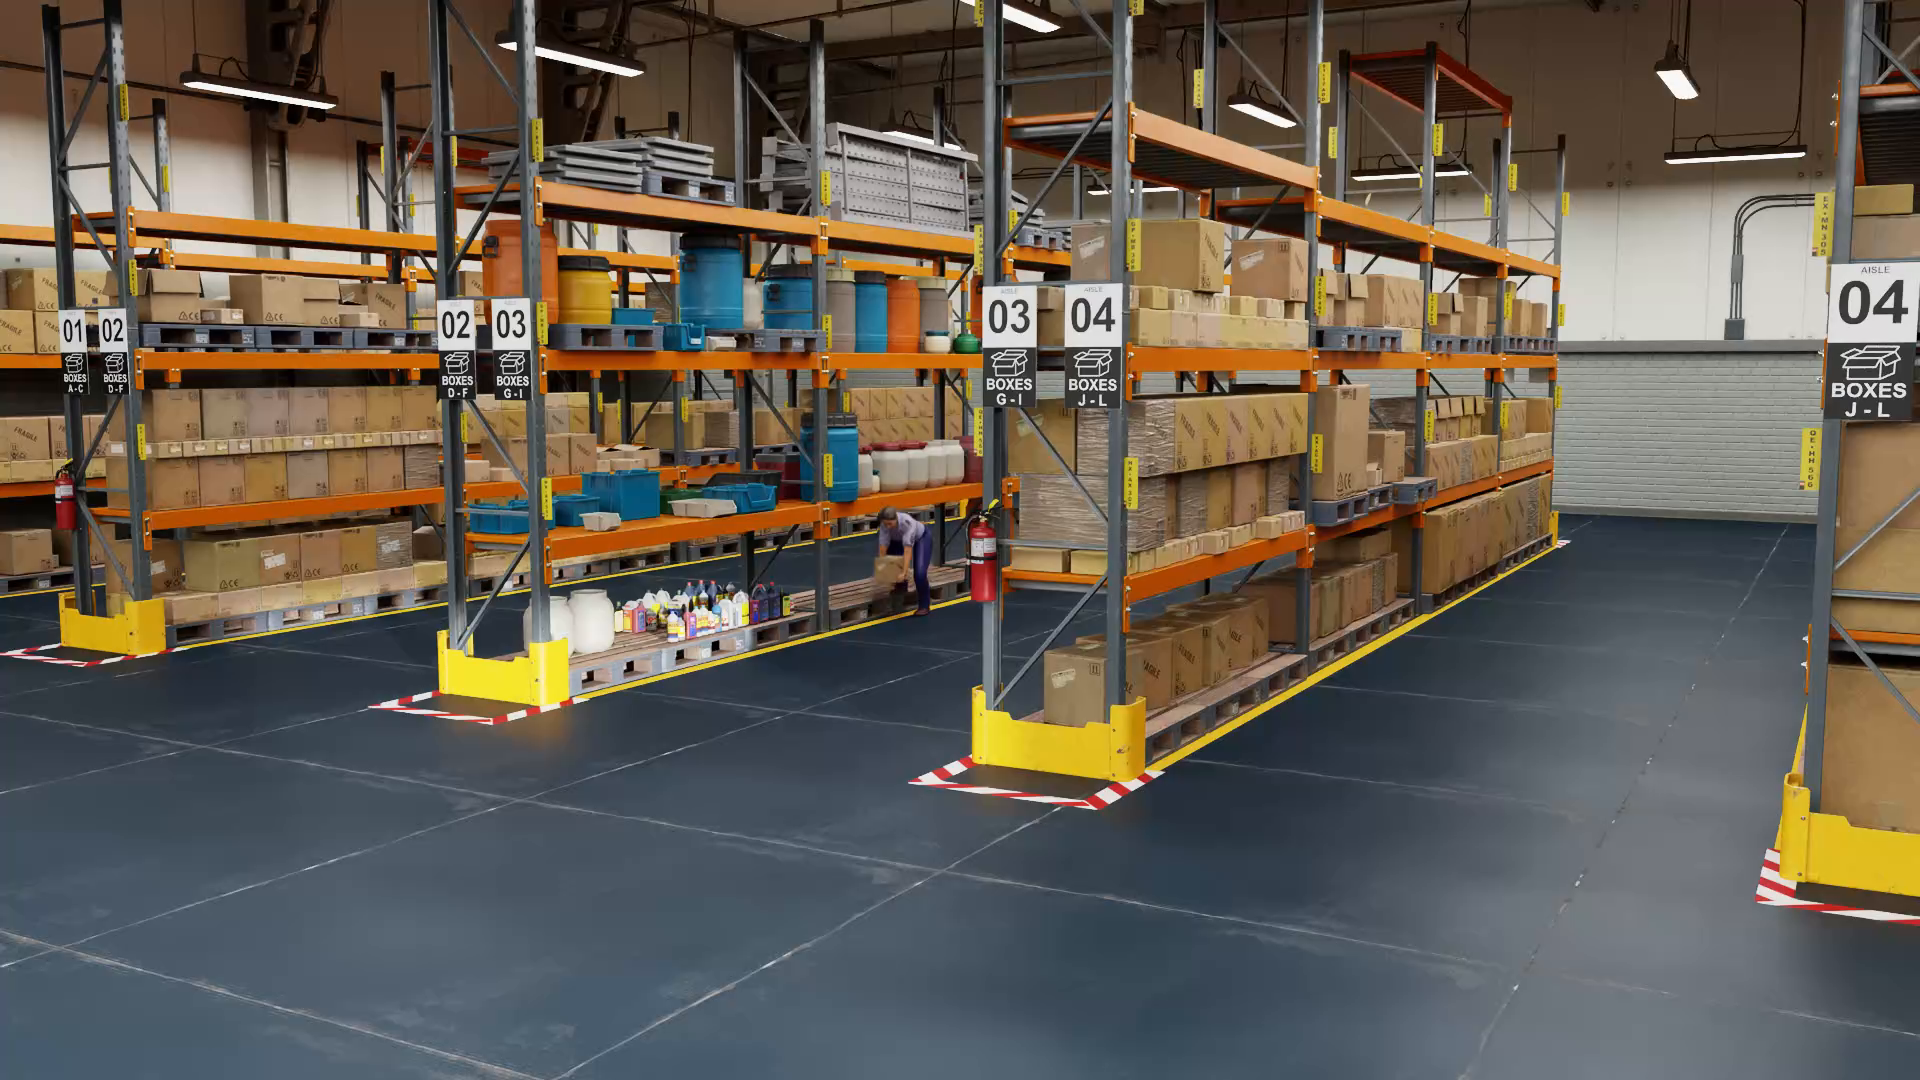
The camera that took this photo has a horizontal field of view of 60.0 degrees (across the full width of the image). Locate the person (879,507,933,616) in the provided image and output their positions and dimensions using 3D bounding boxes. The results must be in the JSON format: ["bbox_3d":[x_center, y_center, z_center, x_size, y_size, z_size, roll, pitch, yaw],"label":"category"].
[{"bbox_3d":[-0.624,0.220,17.808,0.513,1.199,0.857,3,7,27],"label":"person"}]
